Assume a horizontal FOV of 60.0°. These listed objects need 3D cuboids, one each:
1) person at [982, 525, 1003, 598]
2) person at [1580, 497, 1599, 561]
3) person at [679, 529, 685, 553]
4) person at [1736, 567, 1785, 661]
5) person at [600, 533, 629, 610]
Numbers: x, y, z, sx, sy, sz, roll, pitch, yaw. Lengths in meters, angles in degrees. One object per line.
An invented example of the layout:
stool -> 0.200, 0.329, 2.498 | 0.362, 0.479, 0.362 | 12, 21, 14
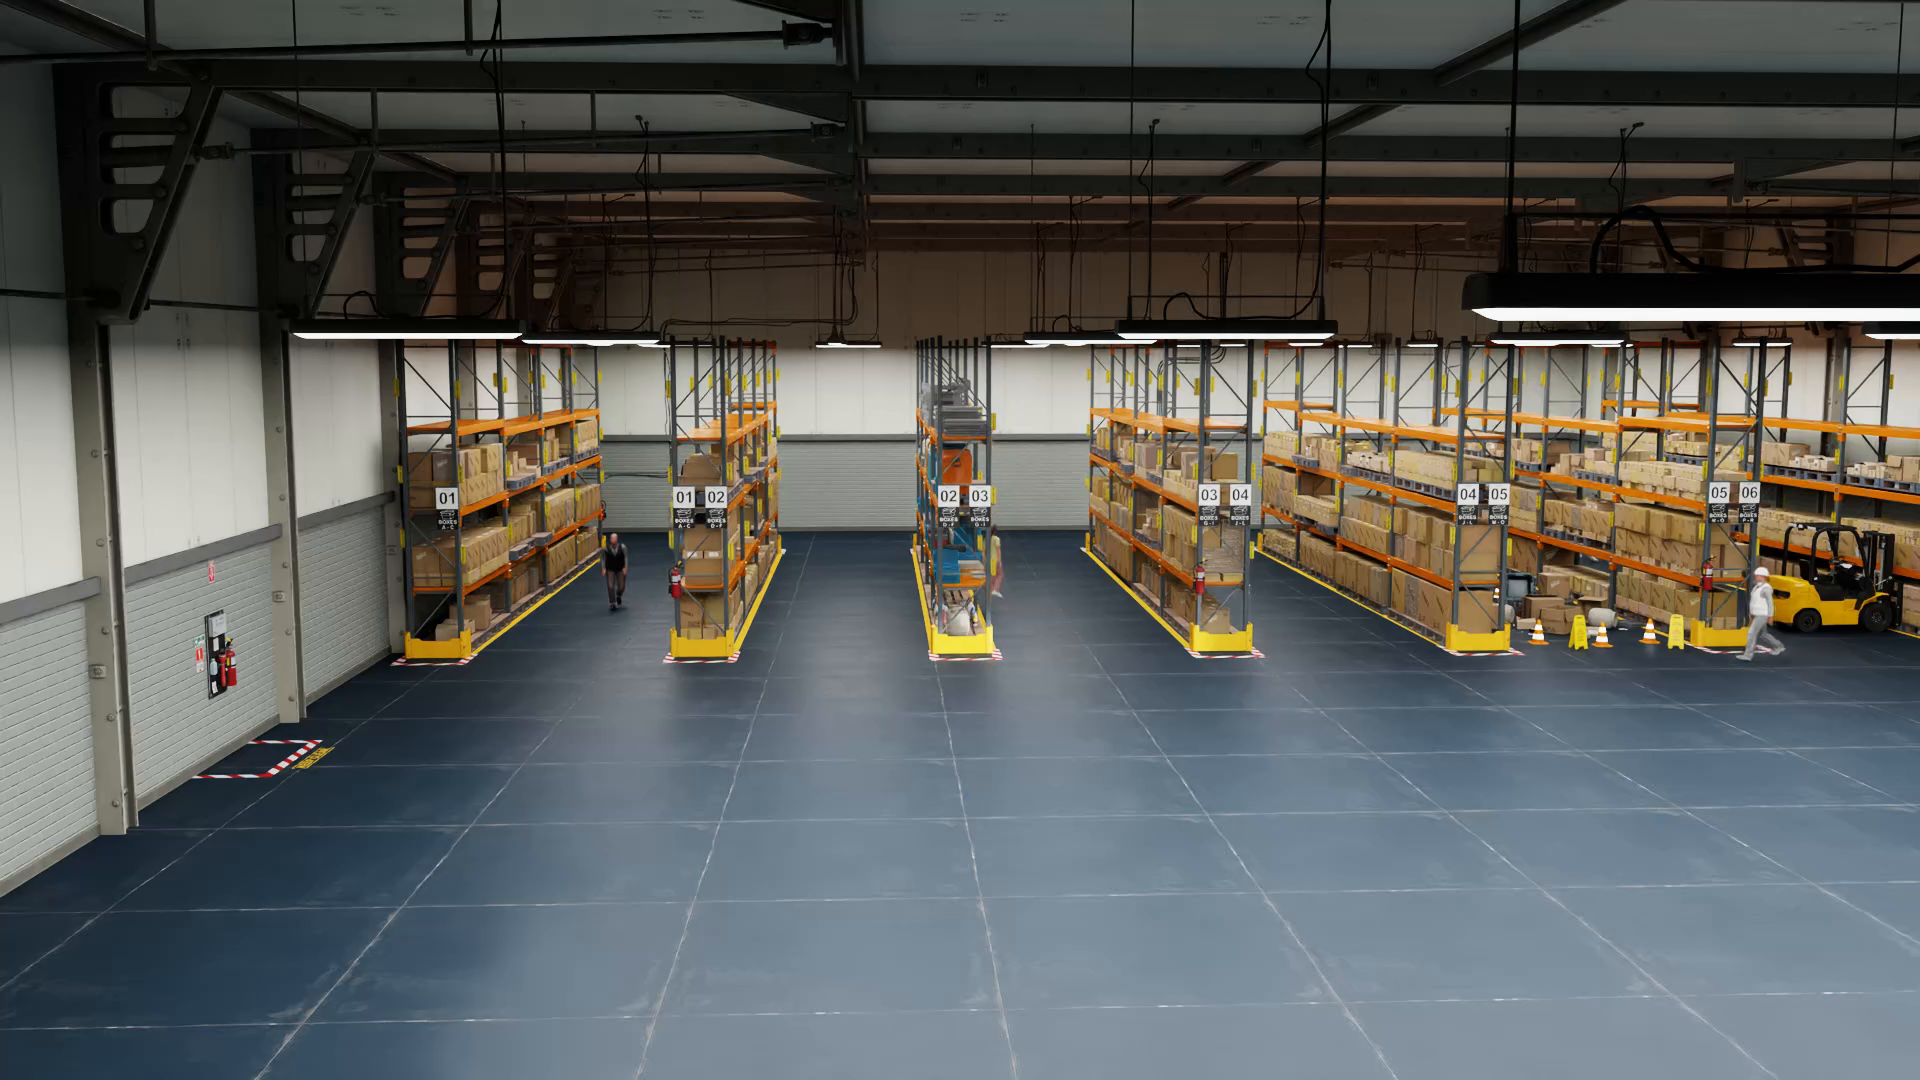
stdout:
person -> 0.713, 0.489, 37.172 | 0.489, 1.632, 0.462 | 2, 7, 16
person -> 17.154, -0.320, 45.466 | 0.685, 1.713, 1.142 | 0, 6, 0
person -> -7.887, -0.511, 47.186 | 0.486, 1.768, 0.610 | -6, 9, -41
person -> 14.860, 1.366, 30.768 | 0.999, 1.739, 0.543 | 0, 6, -1
person -> -7.696, 0.684, 37.031 | 0.624, 1.704, 0.638 | -2, 7, -15
